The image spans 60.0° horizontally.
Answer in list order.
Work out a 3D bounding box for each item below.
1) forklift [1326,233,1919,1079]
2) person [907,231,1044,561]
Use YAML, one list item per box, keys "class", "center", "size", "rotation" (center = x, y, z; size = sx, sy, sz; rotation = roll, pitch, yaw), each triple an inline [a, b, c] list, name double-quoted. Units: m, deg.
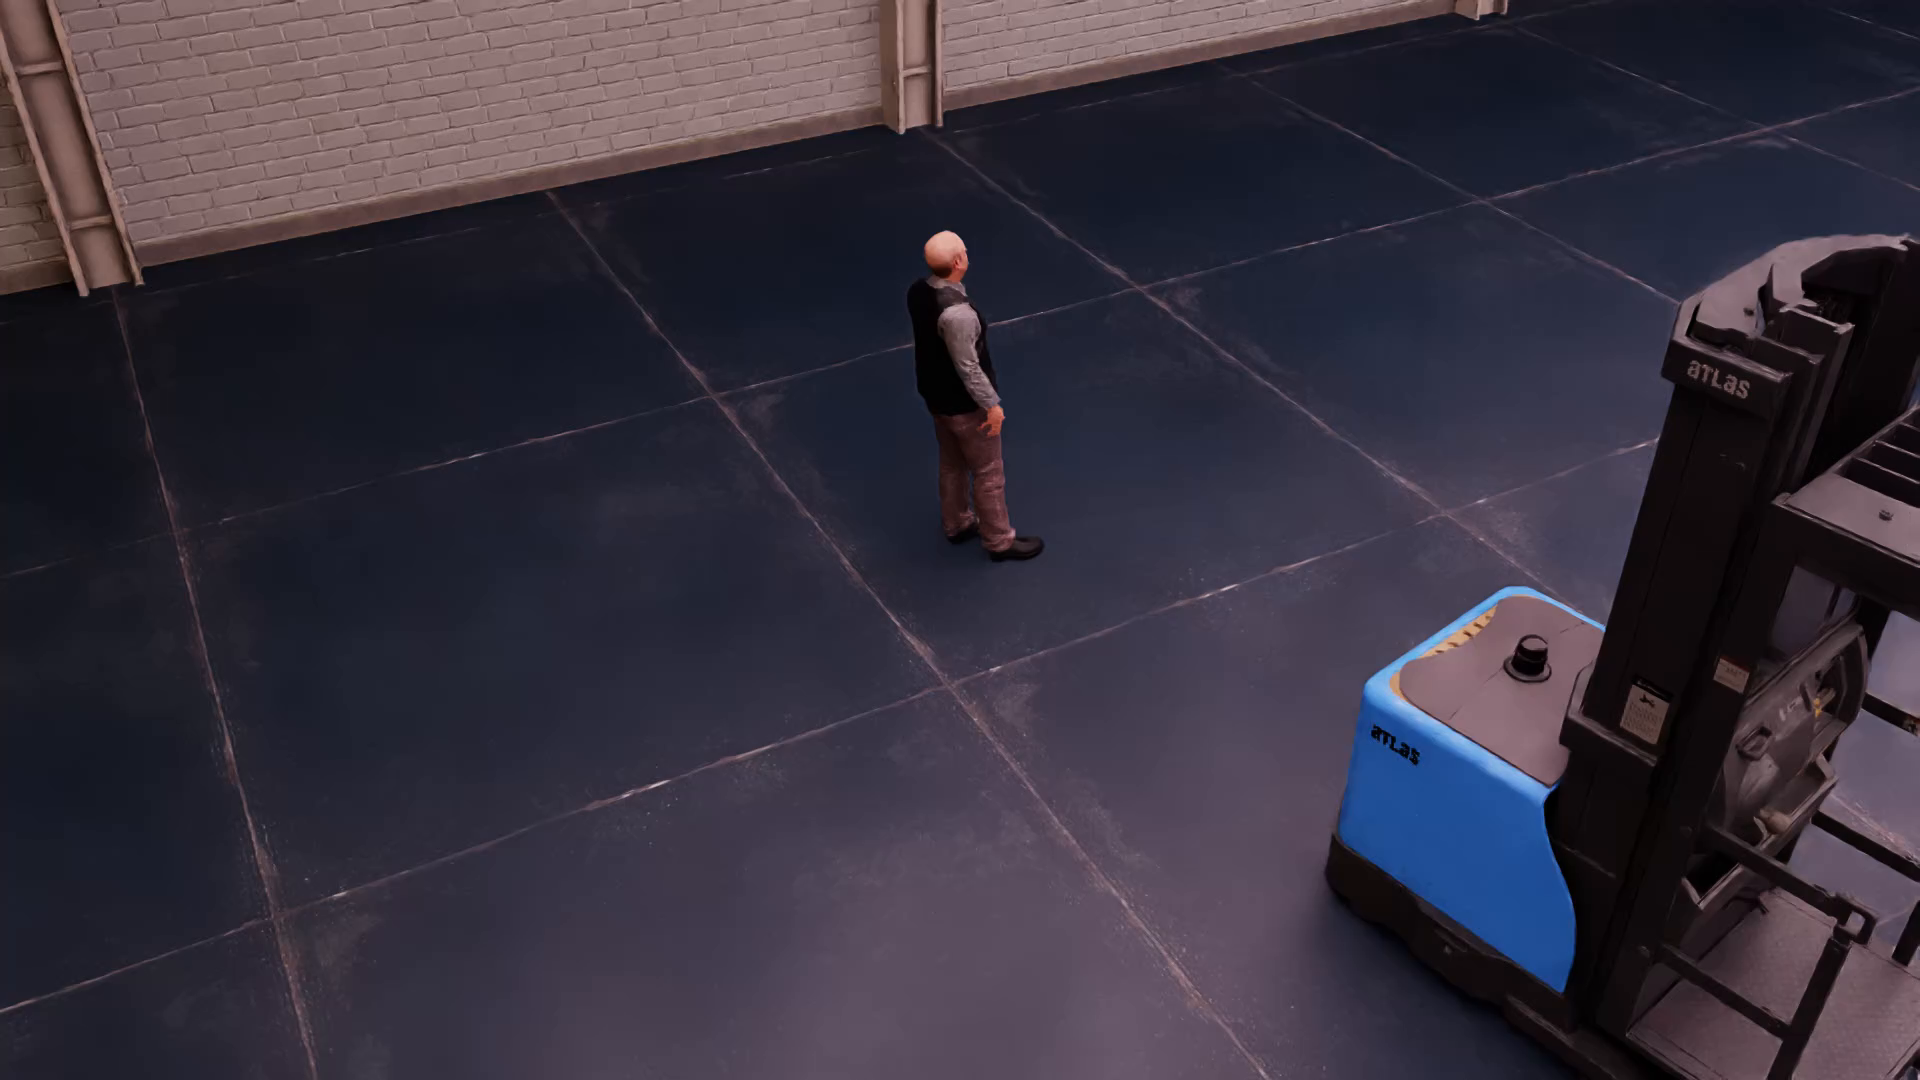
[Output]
- class: "forklift"
  center: [2.803, 0.663, 5.185]
  size: [1.130, 2.935, 3.031]
  rotation: [-26, 43, -32]
- class: "person"
  center: [0.059, -0.721, 8.179]
  size: [0.567, 1.720, 0.632]
  rotation: [-17, 39, -23]
